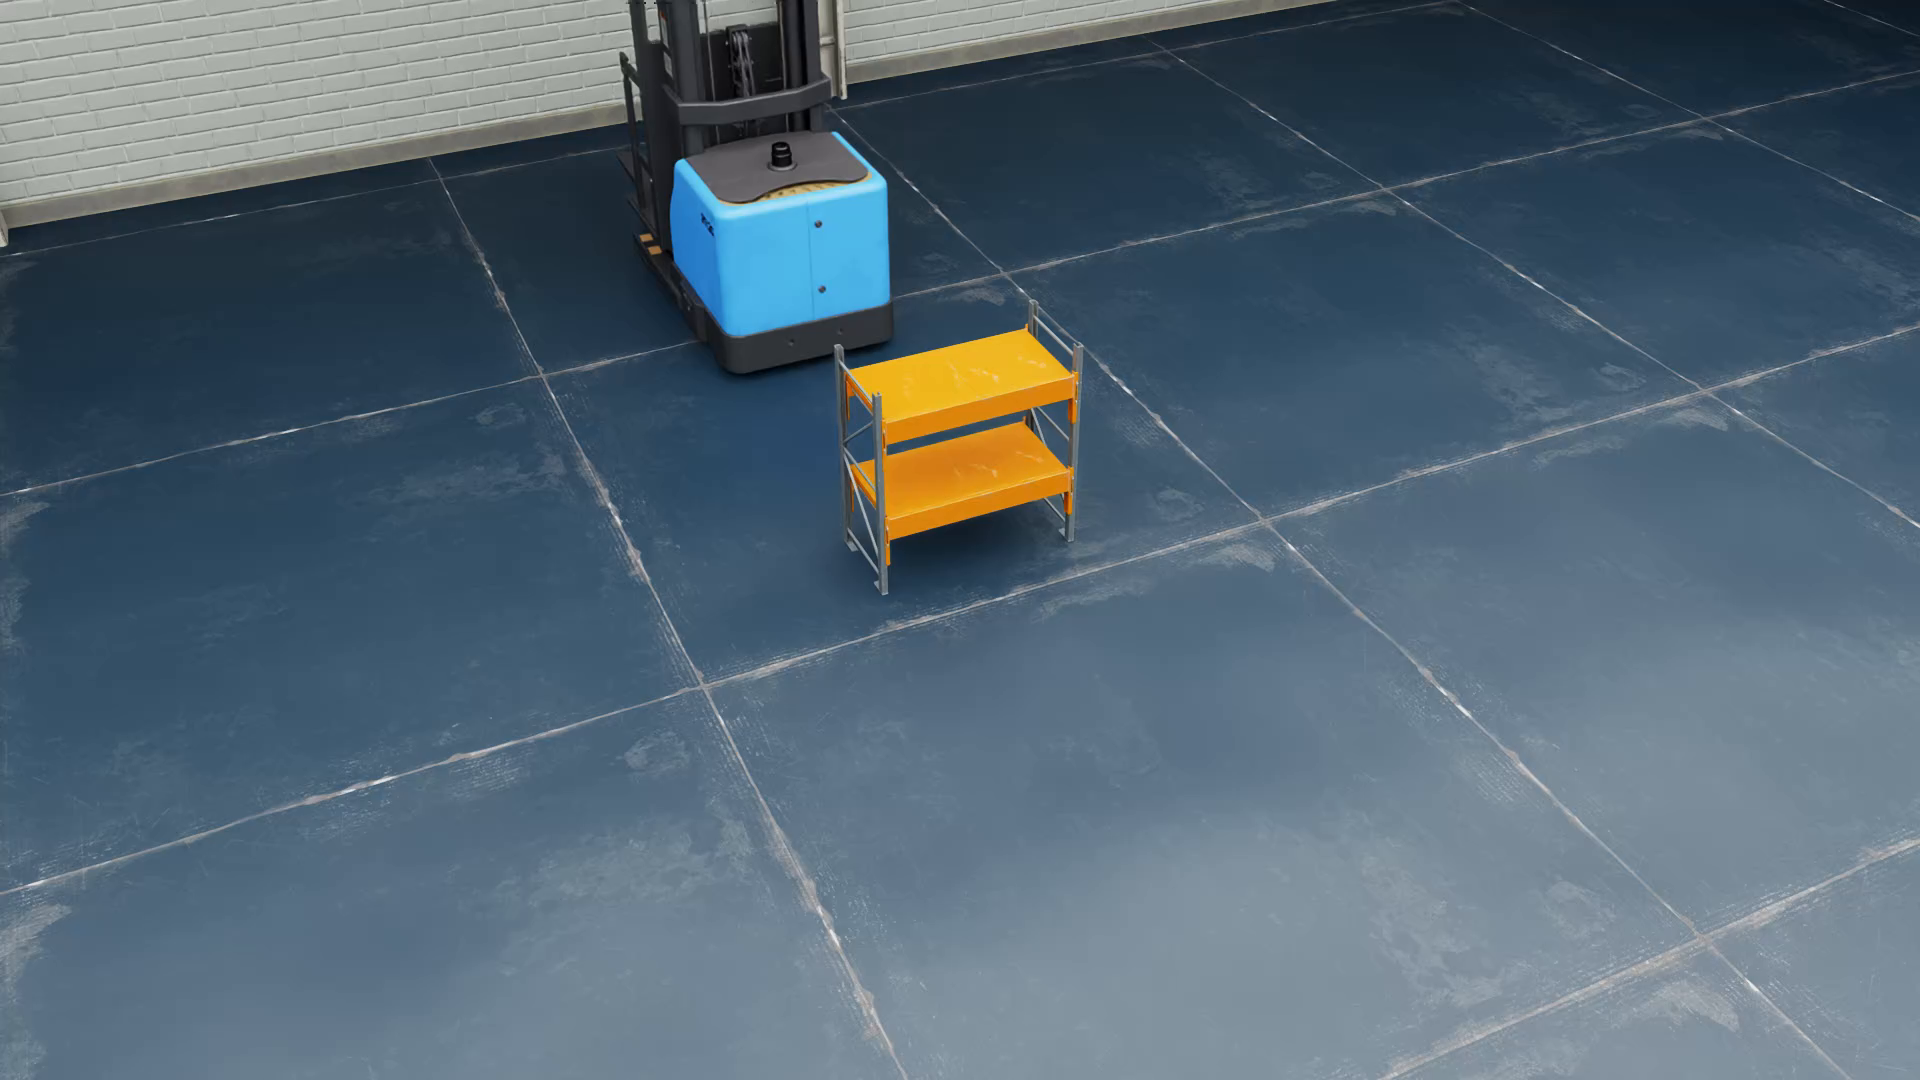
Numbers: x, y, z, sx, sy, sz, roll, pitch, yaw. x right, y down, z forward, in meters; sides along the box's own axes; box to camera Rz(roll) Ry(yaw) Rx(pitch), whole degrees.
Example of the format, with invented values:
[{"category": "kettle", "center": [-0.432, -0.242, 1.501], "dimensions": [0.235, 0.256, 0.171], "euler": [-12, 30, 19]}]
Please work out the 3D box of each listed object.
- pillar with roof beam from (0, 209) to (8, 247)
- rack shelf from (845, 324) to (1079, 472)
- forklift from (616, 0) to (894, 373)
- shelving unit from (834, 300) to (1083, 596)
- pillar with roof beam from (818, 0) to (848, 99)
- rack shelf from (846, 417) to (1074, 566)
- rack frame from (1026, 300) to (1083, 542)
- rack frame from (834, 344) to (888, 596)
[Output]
[{"category": "pillar with roof beam", "center": [-4.729, -3.279, 5.260], "dimensions": [0.400, 9.000, 9.100], "euler": [-16, 39, -20]}, {"category": "rack shelf", "center": [-0.006, -0.685, 7.881], "dimensions": [1.000, 0.278, 0.538], "euler": [-16, 39, -20]}, {"category": "forklift", "center": [-1.476, -3.005, 9.985], "dimensions": [1.130, 2.935, 3.031], "euler": [-16, 39, -20]}, {"category": "shelving unit", "center": [-0.006, -0.450, 8.056], "dimensions": [1.048, 1.125, 0.538], "euler": [-16, 39, -20]}, {"category": "pillar with roof beam", "center": [0.703, -4.797, 7.307], "dimensions": [0.400, 9.000, 9.100], "euler": [-16, 39, -20]}, {"category": "rack shelf", "center": [-0.006, -0.254, 8.201], "dimensions": [1.000, 0.278, 0.538], "euler": [-16, 39, -20]}, {"category": "rack frame", "center": [0.454, -0.579, 8.229], "dimensions": [0.032, 1.125, 0.500], "euler": [-16, 39, -20]}, {"category": "rack frame", "center": [-0.466, -0.321, 7.882], "dimensions": [0.032, 1.125, 0.500], "euler": [-16, 39, -20]}]
